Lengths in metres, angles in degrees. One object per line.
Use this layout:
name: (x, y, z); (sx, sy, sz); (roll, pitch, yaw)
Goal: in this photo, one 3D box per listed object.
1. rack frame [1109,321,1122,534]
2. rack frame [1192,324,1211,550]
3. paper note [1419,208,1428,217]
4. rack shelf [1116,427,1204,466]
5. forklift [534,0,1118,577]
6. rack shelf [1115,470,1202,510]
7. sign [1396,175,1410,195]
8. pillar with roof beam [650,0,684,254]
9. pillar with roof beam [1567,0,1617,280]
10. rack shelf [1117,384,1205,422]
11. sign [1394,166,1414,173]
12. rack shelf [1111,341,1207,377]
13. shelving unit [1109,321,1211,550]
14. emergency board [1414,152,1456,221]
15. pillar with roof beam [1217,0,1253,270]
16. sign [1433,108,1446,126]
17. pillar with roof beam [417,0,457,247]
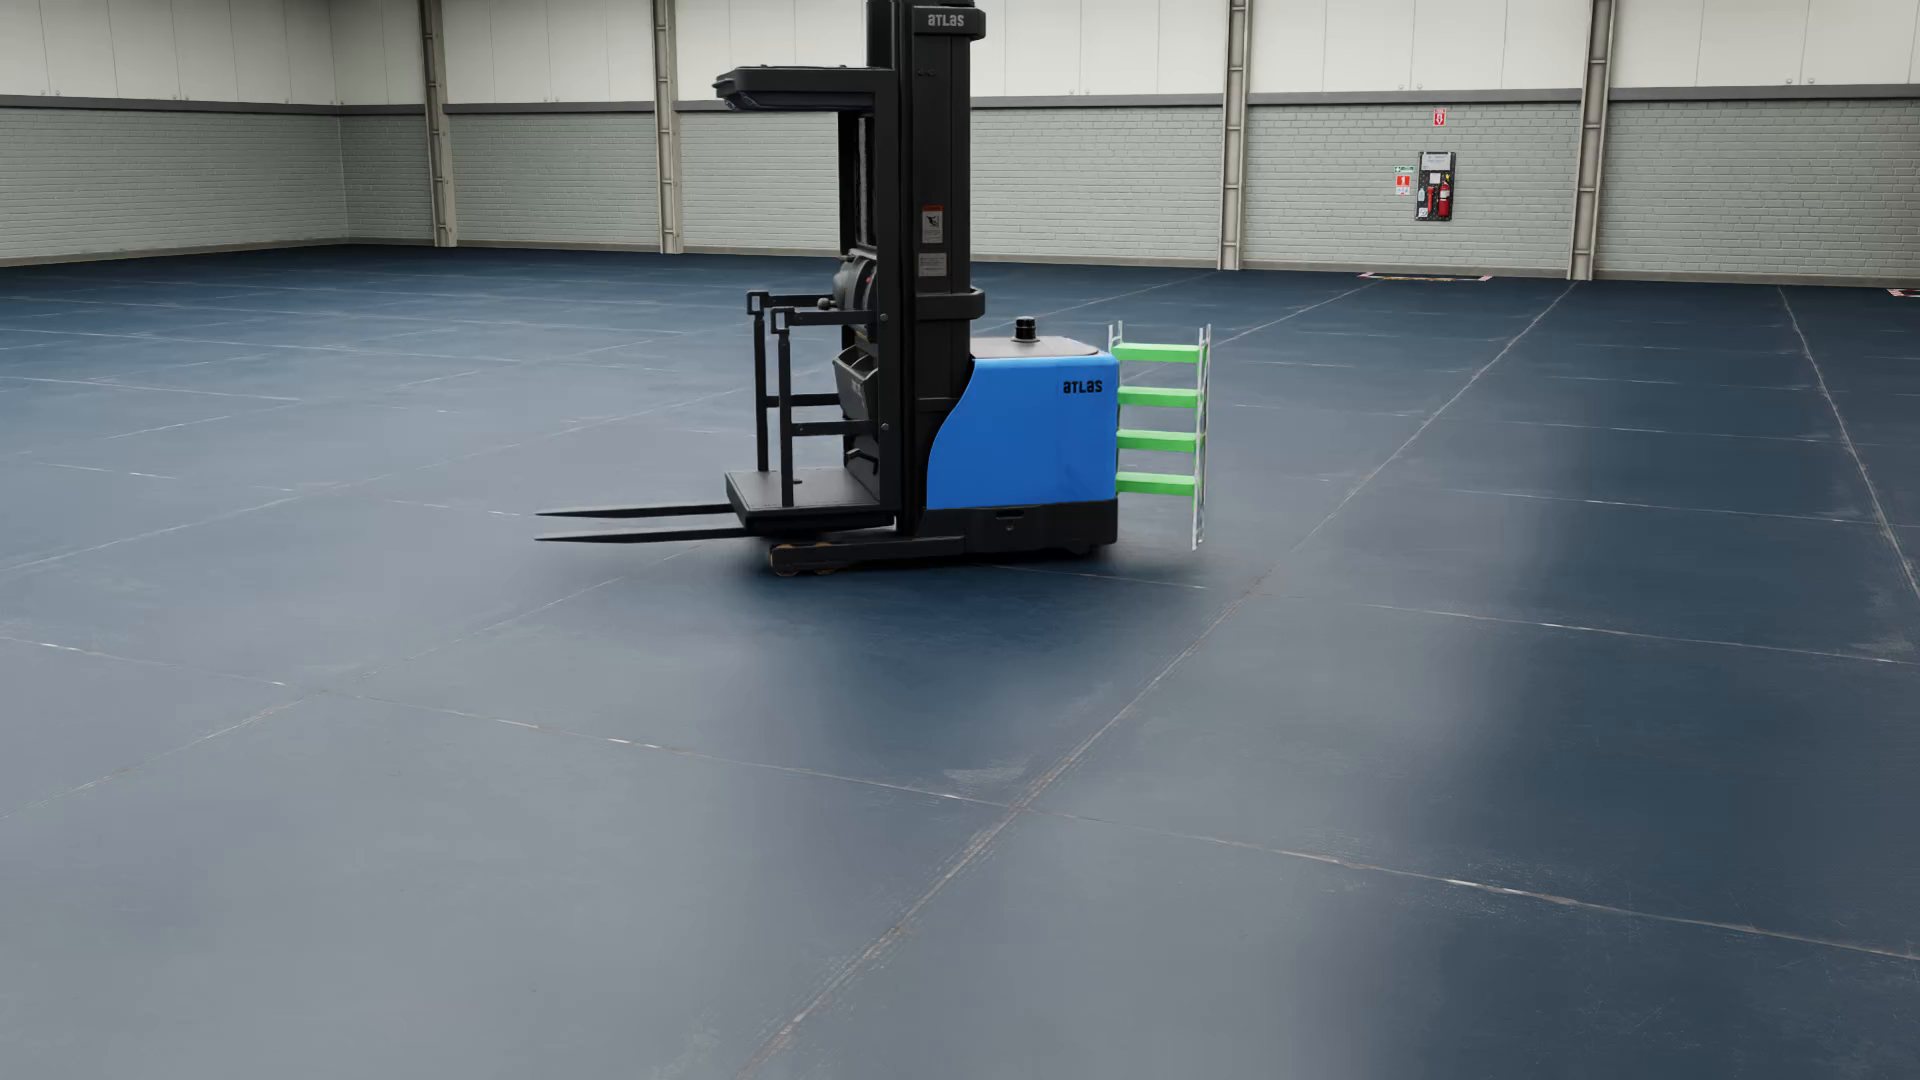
rack frame: (0.845, -0.592, 9.151); (0.015, 1.200, 0.240); (4, 14, 18)
rack frame: (1.307, -0.556, 8.998); (0.015, 1.200, 0.240); (4, 14, 18)
paper note: (8.024, -5.675, 28.801); (0.142, 0.148, 0.016); (6, 14, 23)
rack shelf: (1.076, -0.512, 9.089); (0.480, 0.148, 0.258); (4, 14, 18)
forklift: (-0.731, -1.370, 8.678); (3.031, 2.935, 1.130); (-3, 14, -13)
rack shelf: (1.076, -0.278, 9.144); (0.480, 0.148, 0.258); (4, 14, 18)
sign: (7.694, -6.163, 28.875); (0.234, 0.329, 0.001); (6, 14, 23)
pillar with roof beam: (-7.799, -9.523, 30.141); (0.400, 9.000, 9.100); (6, 14, 23)
pillar with roof beam: (8.658, -7.858, 23.044); (0.400, 9.000, 9.100); (6, 14, 23)
rack shelf: (1.076, -0.745, 9.035); (0.480, 0.148, 0.258); (4, 14, 18)
sign: (7.695, -6.419, 28.805); (0.331, 0.109, 0.001); (6, 14, 23)
rack shelf: (1.076, -0.979, 8.980); (0.480, 0.148, 0.258); (4, 14, 18)
shelving unit: (1.076, -0.574, 9.075); (0.503, 1.200, 0.258); (4, 14, 18)
emergency board: (8.158, -6.073, 28.569); (0.643, 1.169, 0.194); (6, 14, 23)
pillar with roof beam: (3.172, -8.413, 25.410); (0.400, 9.000, 9.100); (6, 14, 23)
sign: (8.191, -7.223, 28.396); (0.199, 0.298, 0.001); (6, 14, 23)
pillar with roof beam: (-13.285, -10.078, 32.507); (0.400, 9.000, 9.100); (6, 14, 23)
